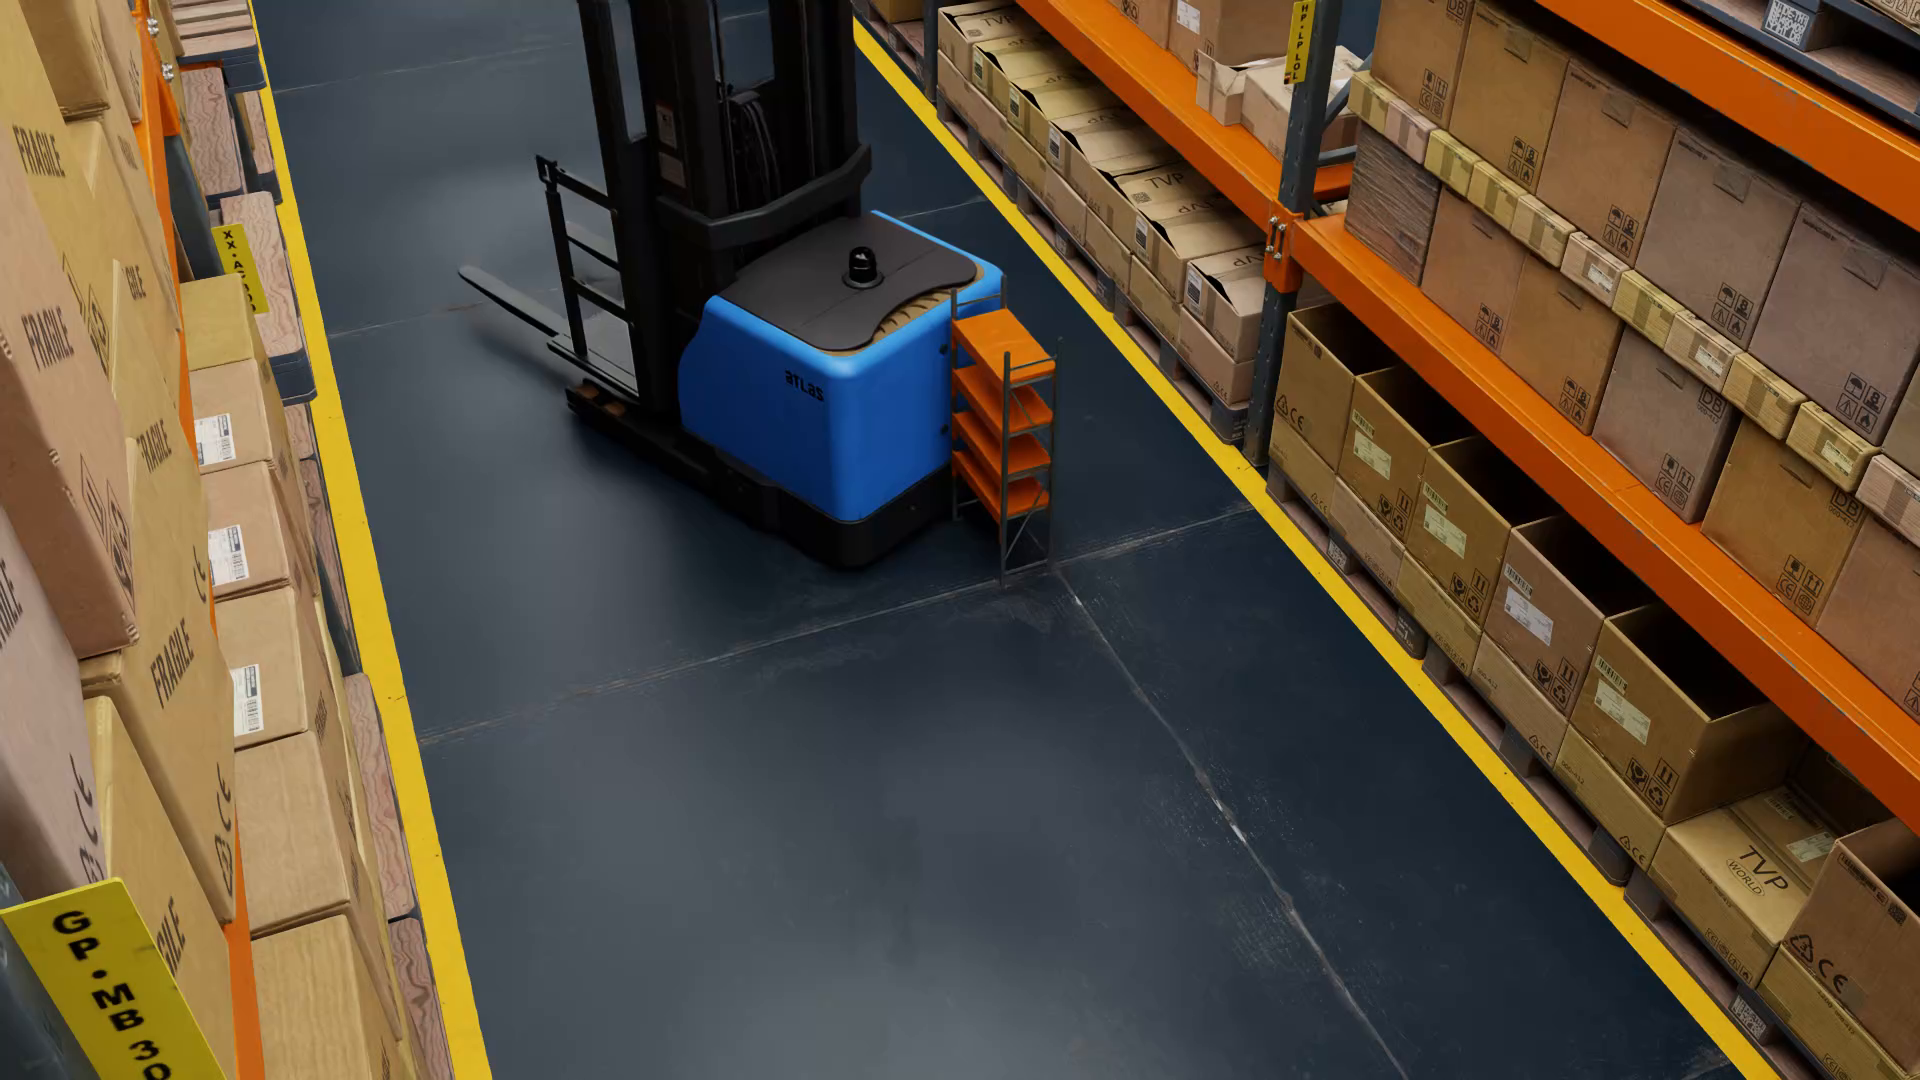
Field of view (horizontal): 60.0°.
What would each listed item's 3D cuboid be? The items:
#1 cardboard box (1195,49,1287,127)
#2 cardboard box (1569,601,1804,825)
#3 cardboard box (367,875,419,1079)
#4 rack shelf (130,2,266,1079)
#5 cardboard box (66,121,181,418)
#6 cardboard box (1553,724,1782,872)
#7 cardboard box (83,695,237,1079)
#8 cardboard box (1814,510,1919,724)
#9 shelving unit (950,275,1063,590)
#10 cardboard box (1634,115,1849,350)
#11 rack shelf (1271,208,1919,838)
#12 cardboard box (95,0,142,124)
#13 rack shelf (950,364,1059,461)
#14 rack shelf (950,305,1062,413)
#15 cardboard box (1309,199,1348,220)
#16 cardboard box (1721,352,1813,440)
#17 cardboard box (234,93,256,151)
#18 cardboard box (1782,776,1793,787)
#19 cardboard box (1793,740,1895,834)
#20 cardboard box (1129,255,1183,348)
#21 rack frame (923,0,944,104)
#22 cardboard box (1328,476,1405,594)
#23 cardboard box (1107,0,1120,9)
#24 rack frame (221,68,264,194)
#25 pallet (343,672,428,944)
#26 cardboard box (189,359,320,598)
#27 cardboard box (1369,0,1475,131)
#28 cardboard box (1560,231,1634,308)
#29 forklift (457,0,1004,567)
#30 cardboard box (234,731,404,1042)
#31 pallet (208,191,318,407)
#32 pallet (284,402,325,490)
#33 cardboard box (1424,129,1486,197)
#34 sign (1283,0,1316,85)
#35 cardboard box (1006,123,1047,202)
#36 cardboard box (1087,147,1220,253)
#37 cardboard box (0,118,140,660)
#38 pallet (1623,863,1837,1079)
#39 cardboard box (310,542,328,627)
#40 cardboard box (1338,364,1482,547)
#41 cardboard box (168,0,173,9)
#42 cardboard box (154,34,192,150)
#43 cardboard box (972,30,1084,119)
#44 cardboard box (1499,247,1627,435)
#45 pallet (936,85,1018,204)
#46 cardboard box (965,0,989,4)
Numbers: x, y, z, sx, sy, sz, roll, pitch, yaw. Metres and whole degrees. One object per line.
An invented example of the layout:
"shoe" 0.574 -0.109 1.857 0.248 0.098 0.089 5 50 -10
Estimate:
"cardboard box" 1.285 -2.056 7.444 0.396 0.266 0.258 -16 43 -18
"cardboard box" 2.445 0.537 5.536 0.500 0.500 0.500 -15 43 -17
"cardboard box" -1.549 1.083 3.790 0.500 0.250 0.500 -16 43 -18
"rack shelf" -2.019 -0.045 3.253 1.077 0.370 4.000 -15 43 -17
"cardboard box" -1.750 -0.384 3.004 0.500 0.500 0.500 -13 42 -14
"cardboard box" 2.448 0.821 5.781 0.500 0.250 0.500 -15 43 -17
"cardboard box" -1.151 0.577 1.885 0.500 0.500 0.500 -14 43 -16
"cardboard box" 2.949 0.149 4.700 0.700 0.500 0.500 -14 43 -16
"shelving unit" 0.176 -0.423 6.822 0.258 1.200 0.503 -17 43 -18
"cardboard box" 2.543 -0.981 5.018 0.700 0.500 0.500 -15 43 -17
"rack shelf" 2.556 -0.146 5.671 1.077 0.370 4.000 -15 43 -17
"cardboard box" -2.362 -1.324 4.097 0.500 0.500 0.500 -14 43 -16
"rack shelf" 0.176 -0.542 6.720 0.258 0.148 0.480 -17 43 -18
"rack shelf" 0.176 -0.721 6.566 0.258 0.148 0.480 -17 43 -18
"cardboard box" 1.676 -1.567 8.128 0.500 0.311 0.500 -16 43 -17
"cardboard box" 2.502 -0.460 4.910 0.380 0.149 0.250 -14 43 -16
"cardboard box" -4.475 -2.615 9.317 0.750 0.750 0.750 -16 43 -17
"cardboard box" 2.936 0.689 5.935 0.500 0.250 0.500 -15 43 -17
"cardboard box" 3.129 0.706 5.340 0.500 0.500 0.500 -15 43 -17
"cardboard box" 1.173 -1.223 8.158 0.500 0.250 0.500 -16 43 -18
"rack frame" 0.260 -4.033 9.639 1.000 3.000 0.127 -15 43 -17
"cardboard box" 1.875 -0.083 6.832 0.500 0.250 0.500 -15 43 -17
"cardboard box" 0.918 -3.064 8.436 0.500 0.500 0.500 -17 44 -19
"rack frame" -4.315 -2.795 8.200 1.000 3.000 0.127 -15 43 -17
"pallet" -2.495 1.068 5.847 1.003 0.211 1.213 -15 43 -17
"cardboard box" -2.122 -0.114 4.606 0.500 0.500 0.500 -15 43 -17
"cardboard box" 1.967 -1.888 6.073 0.700 0.500 0.500 -15 43 -17
"cardboard box" 2.212 -0.922 5.447 0.380 0.149 0.250 -16 43 -18
"forklift" -1.227 -1.828 7.128 3.031 2.935 1.130 30 49 30
"cardboard box" -1.531 0.813 3.528 0.500 0.500 0.500 -16 43 -18
"pallet" -2.942 -0.809 6.038 1.003 0.211 1.213 -15 43 -17
"pallet" -3.554 -0.533 7.708 1.003 0.211 1.213 -15 43 -17
"cardboard box" 1.911 -1.391 5.993 0.380 0.149 0.250 -16 43 -18
"sign" 1.293 -1.891 6.321 0.100 0.325 0.005 -15 43 -17
"cardboard box" 0.587 -2.147 9.233 0.500 0.250 0.500 -16 43 -18
"cardboard box" 0.977 -1.738 8.328 0.500 0.311 0.500 -15 43 -17
"cardboard box" -1.322 -0.145 1.959 0.500 0.500 0.500 -16 43 -17
"pallet" 2.990 1.393 5.468 1.003 0.211 1.213 -15 43 -17
"cardboard box" -2.140 0.176 4.845 0.500 0.250 0.500 -15 43 -17
"cardboard box" 1.878 -0.368 6.589 0.500 0.500 0.500 -15 43 -17
"cardboard box" -4.126 -2.719 7.697 0.700 0.500 0.500 -20 45 -22
"cardboard box" -3.436 -1.633 6.434 0.700 0.500 0.500 -10 42 -11
"cardboard box" 0.398 -2.659 9.399 0.500 0.311 0.500 -16 43 -18
"cardboard box" 2.363 -0.776 5.776 0.700 0.500 0.500 -14 43 -16
"pallet" 0.539 -2.470 9.961 1.003 0.211 1.213 -15 43 -17
"cardboard box" 0.350 -3.598 10.713 0.500 0.500 0.500 -13 42 -15
